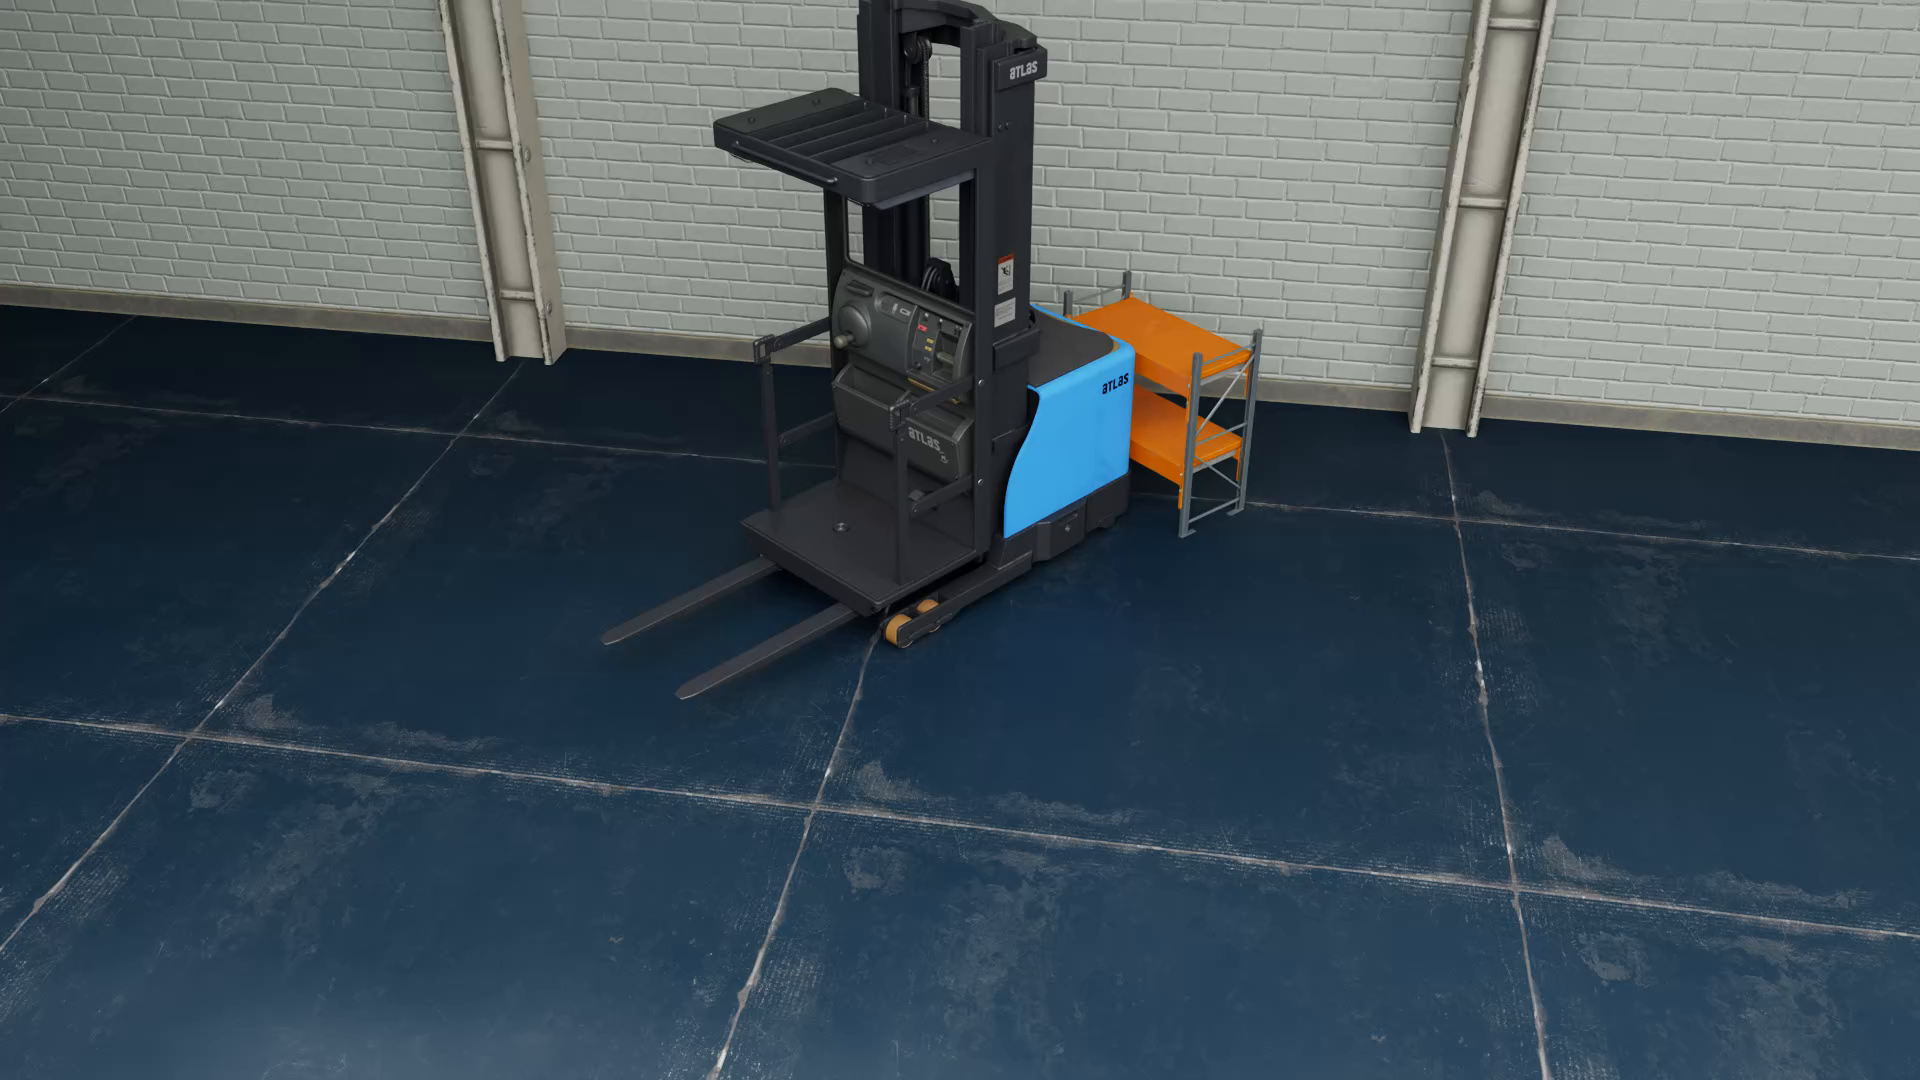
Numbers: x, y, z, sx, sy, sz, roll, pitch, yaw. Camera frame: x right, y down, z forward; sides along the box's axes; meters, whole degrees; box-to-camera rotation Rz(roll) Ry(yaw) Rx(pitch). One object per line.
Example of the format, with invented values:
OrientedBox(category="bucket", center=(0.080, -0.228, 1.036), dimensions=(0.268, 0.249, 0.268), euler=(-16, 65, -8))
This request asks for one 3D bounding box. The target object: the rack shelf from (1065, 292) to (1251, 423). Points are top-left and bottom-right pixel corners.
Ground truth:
OrientedBox(category="rack shelf", center=(1.106, -1.034, 9.290), dimensions=(0.538, 0.278, 1.000), euler=(-23, 39, -32))

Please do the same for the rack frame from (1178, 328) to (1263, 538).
OrientedBox(category="rack frame", center=(1.423, -0.575, 9.109), dimensions=(0.500, 1.125, 0.032), euler=(-23, 39, -32))

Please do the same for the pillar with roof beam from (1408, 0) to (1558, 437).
OrientedBox(category="pillar with roof beam", center=(2.293, -2.295, 4.436), dimensions=(0.400, 9.000, 9.100), euler=(5, 32, 8))

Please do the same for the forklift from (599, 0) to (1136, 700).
OrientedBox(category="forklift", center=(-0.443, -1.009, 8.100), dimensions=(3.031, 2.935, 1.130), euler=(-28, 41, -37))

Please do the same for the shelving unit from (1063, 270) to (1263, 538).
OrientedBox(category="shelving unit", center=(1.106, -0.786, 9.445), dimensions=(0.538, 1.125, 1.048), euler=(-23, 39, -32))

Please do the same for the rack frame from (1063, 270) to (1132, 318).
OrientedBox(category="rack frame", center=(0.789, -0.997, 9.782), dimensions=(0.500, 1.125, 0.032), euler=(-23, 39, -32))

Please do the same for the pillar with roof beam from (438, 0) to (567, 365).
OrientedBox(category="pillar with roof beam", center=(-3.621, -2.831, 5.291), dimensions=(0.400, 9.000, 9.100), euler=(5, 32, 8))

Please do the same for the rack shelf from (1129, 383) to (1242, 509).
OrientedBox(category="rack shelf", center=(1.106, -0.579, 9.575), dimensions=(0.538, 0.278, 1.000), euler=(-23, 39, -32))
